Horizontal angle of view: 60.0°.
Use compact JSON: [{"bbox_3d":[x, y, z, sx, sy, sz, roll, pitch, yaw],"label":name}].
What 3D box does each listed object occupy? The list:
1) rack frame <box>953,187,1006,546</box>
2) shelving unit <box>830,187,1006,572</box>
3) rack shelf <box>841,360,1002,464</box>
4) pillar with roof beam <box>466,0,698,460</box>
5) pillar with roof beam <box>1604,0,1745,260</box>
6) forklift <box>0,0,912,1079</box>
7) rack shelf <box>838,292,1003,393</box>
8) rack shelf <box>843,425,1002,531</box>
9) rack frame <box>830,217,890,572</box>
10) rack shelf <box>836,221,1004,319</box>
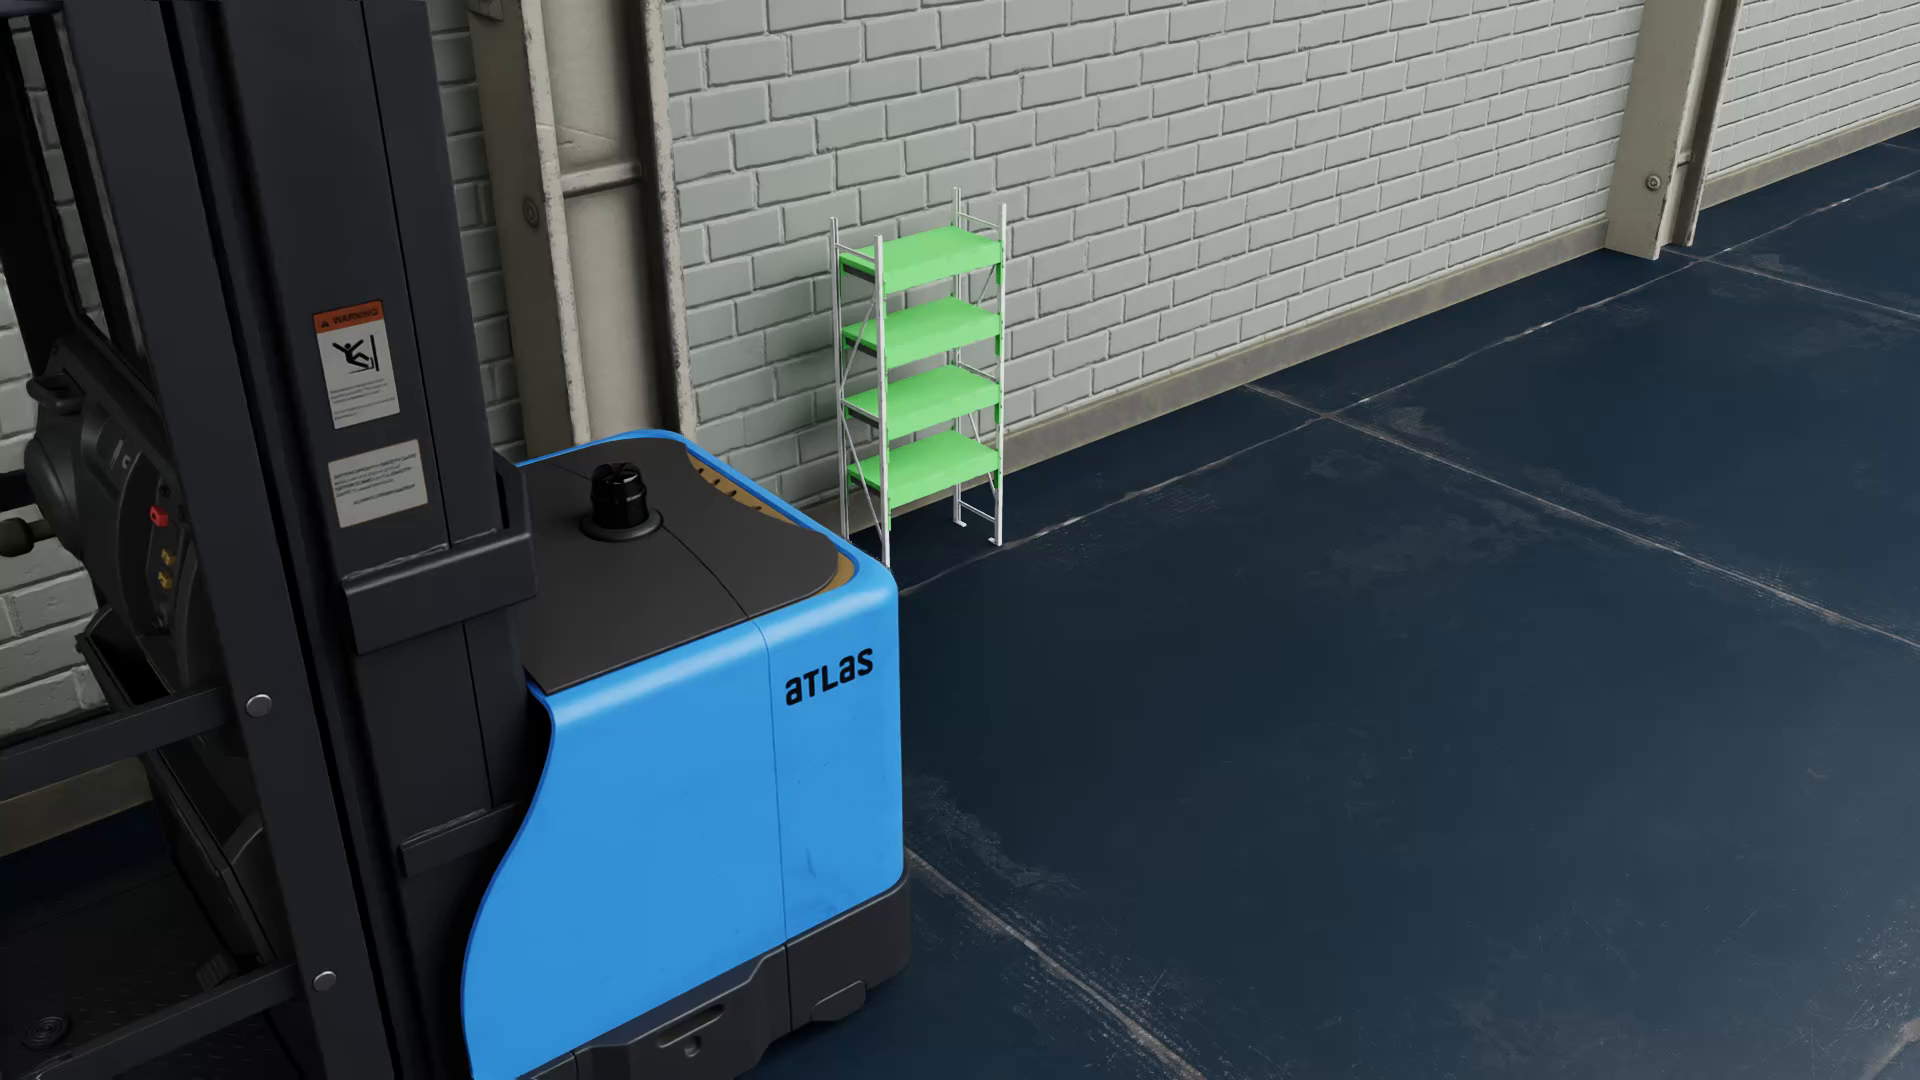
[{"bbox_3d":[0.060,-0.553,5.512,0.015,1.200,0.240,-22,35,-35],"label":"rack frame"},{"bbox_3d":[-0.126,-0.479,5.372,0.503,1.200,0.258,-22,35,-35],"label":"shelving unit"},{"bbox_3d":[-0.126,-0.422,5.403,0.480,0.148,0.258,-22,35,-35],"label":"rack shelf"},{"bbox_3d":[1.777,-2.117,0.164,0.400,9.000,9.100,-22,35,-35],"label":"pillar with roof beam"},{"bbox_3d":[6.342,-3.953,3.599,0.400,9.000,9.100,-22,35,-35],"label":"pillar with roof beam"},{"bbox_3d":[-1.580,-0.025,2.687,3.031,2.935,1.130,-21,34,-33],"label":"forklift"},{"bbox_3d":[-0.126,-0.634,5.289,0.480,0.148,0.258,-22,35,-35],"label":"rack shelf"},{"bbox_3d":[-0.126,-0.211,5.516,0.480,0.148,0.258,-22,35,-35],"label":"rack shelf"},{"bbox_3d":[-0.312,-0.404,5.233,0.015,1.200,0.240,-22,35,-35],"label":"rack frame"},{"bbox_3d":[-0.126,-0.846,5.176,0.480,0.148,0.258,-22,35,-35],"label":"rack shelf"}]
